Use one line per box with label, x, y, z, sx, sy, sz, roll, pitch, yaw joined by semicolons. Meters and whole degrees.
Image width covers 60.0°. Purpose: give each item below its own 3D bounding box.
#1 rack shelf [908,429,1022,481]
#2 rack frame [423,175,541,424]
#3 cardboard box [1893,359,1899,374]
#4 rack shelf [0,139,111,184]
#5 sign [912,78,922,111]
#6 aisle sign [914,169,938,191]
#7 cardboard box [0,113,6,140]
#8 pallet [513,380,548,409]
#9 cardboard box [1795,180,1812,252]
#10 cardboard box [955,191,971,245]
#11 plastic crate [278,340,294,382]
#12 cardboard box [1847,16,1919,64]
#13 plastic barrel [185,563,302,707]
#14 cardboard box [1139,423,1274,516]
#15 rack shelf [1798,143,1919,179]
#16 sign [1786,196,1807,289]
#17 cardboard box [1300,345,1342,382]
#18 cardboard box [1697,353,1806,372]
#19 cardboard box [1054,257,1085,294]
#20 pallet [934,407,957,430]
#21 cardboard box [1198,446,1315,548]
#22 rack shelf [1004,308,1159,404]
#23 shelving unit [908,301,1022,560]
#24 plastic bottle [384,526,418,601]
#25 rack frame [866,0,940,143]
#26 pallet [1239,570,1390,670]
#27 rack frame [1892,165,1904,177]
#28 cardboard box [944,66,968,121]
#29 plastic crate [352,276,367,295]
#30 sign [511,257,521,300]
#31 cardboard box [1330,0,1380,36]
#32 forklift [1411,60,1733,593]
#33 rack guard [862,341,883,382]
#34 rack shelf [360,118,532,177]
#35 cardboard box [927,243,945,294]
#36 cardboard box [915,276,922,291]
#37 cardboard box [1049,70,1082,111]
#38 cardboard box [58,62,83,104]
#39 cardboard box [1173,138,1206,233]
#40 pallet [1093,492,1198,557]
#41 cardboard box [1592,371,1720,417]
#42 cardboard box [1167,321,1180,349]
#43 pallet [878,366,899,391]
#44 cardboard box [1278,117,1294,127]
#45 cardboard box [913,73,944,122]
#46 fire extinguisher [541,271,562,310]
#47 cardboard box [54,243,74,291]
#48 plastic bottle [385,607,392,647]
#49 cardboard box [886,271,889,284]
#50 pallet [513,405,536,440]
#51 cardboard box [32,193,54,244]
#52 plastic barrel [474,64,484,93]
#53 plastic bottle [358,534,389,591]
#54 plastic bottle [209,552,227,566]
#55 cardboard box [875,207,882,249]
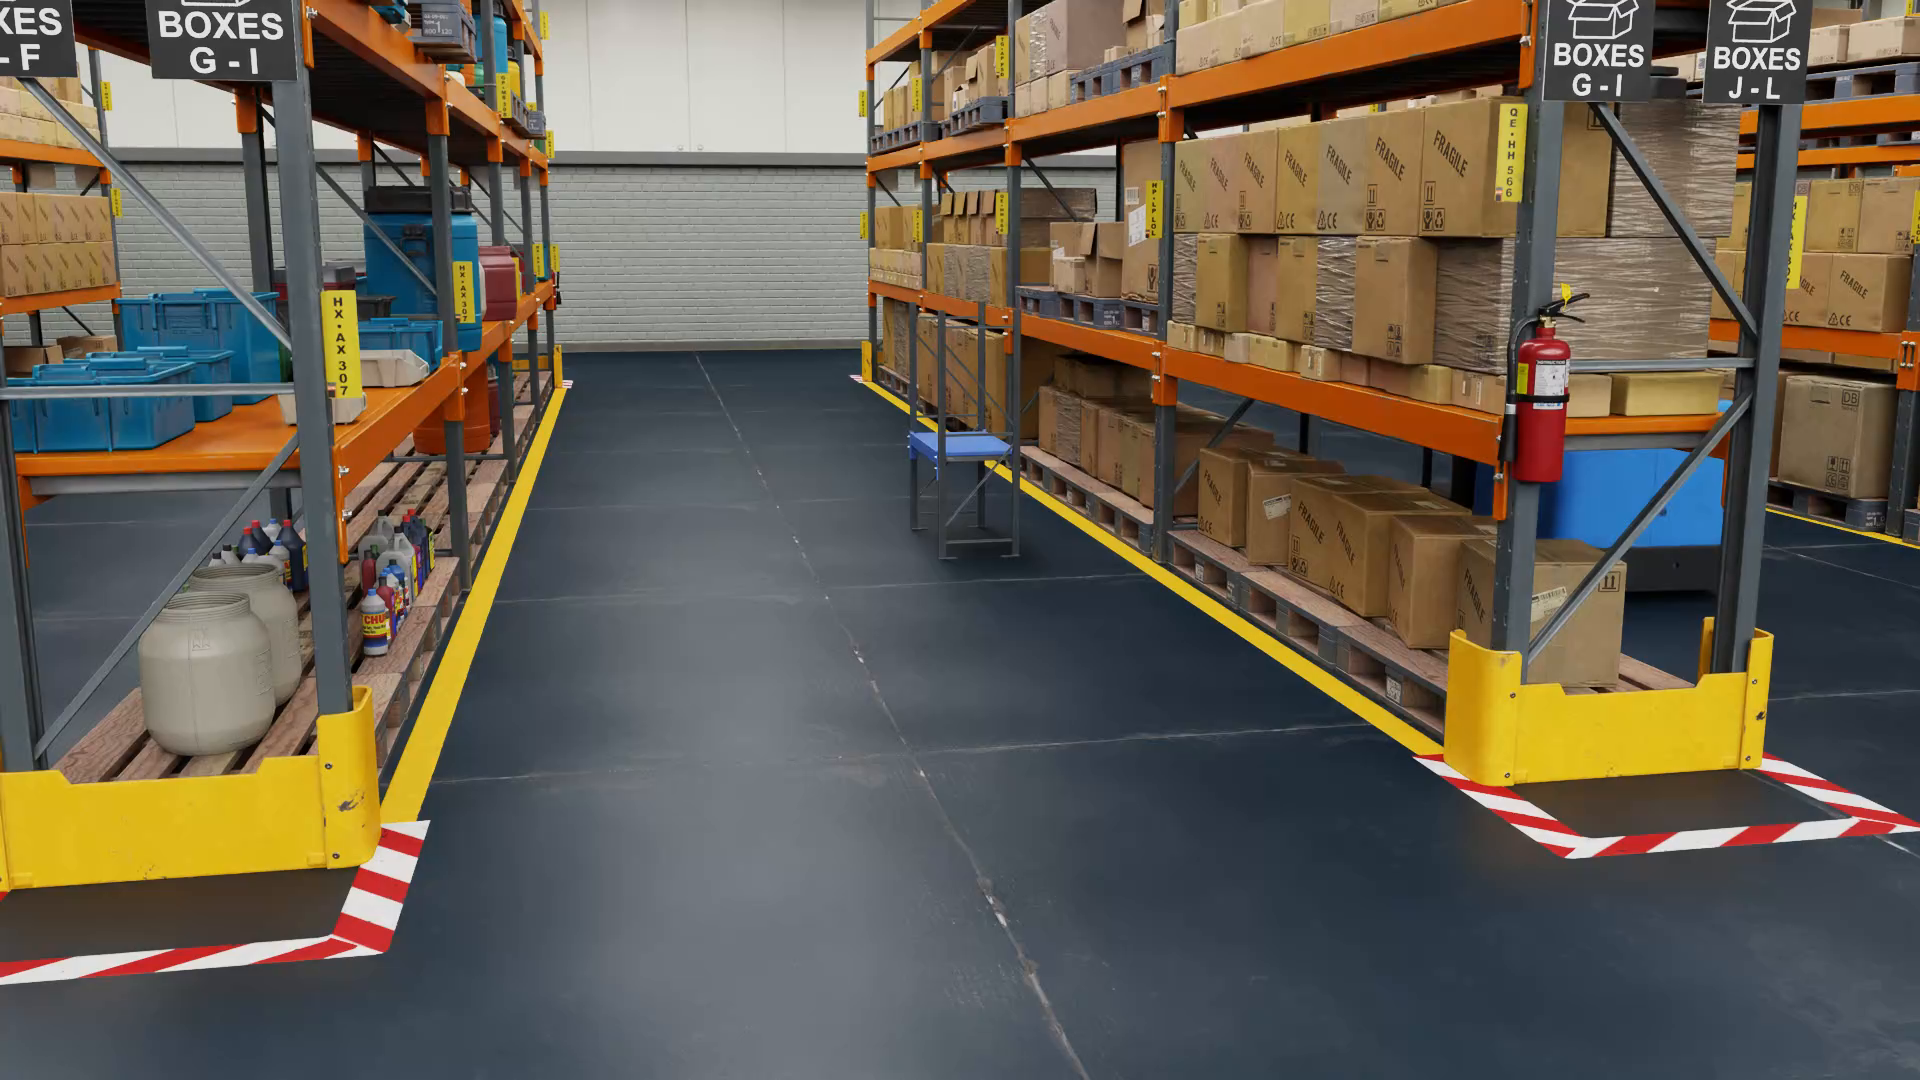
rack shelf;0.017;-0.544;10.508;0.538;0.185;1.000;-2;11;-11
rack frame;-4.754;-2.640;16.544;1.000;3.000;0.127;-2;11;-11
cardboard box;10.381;-1.903;17.230;0.875;0.875;0.875;-2;11;-10
rack shelf;-10.002;-3.947;17.315;1.077;0.370;4.000;-2;11;-11
sign;-0.440;-4.566;17.046;0.100;0.325;0.005;-2;11;-11
aisle sign;-0.393;-4.855;21.228;0.394;0.787;0.004;-2;11;-11
cardboard box;-9.465;-3.958;15.850;0.500;0.250;0.500;-2;11;-11
pallet;-5.176;-1.628;18.683;1.003;0.211;1.213;-2;11;-11
cardboard box;6.243;-2.333;11.988;0.700;0.500;0.500;-2;11;-11
cardboard box;0.359;-3.119;16.109;0.797;0.503;0.637;-2;11;-10
plastic crate;-3.211;-0.809;7.493;0.450;0.188;0.662;-2;11;-11
cardboard box;6.251;-3.294;10.966;0.500;0.250;0.500;-2;11;-10
plastic barrel;-2.721;0.367;6.276;0.421;0.512;0.421;0;11;0
cardboard box;1.562;-0.454;10.569;0.700;0.500;0.500;-3;11;-15
rack shelf;10.214;-3.934;17.243;1.077;0.370;4.000;-2;11;-11
sign;2.971;-1.064;5.949;0.100;0.325;0.005;-2;11;-11
cardboard box;1.786;-0.812;7.611;0.380;0.149;0.250;-2;11;-11
cardboard box;5.971;-1.074;13.211;1.050;0.750;0.750;-2;11;-10
cardboard box;0.983;-1.903;11.951;0.500;0.250;0.500;-2;11;-13
pallet;0.328;-1.311;17.021;1.003;0.211;1.213;-2;11;-11
cardboard box;1.699;-0.256;9.582;0.500;0.500;0.500;-2;11;-13
rack shelf;1.271;-1.366;11.775;1.077;0.370;4.000;-2;11;-11
shelving unit;0.017;-0.721;10.474;0.538;1.500;1.048;-2;11;-11
plastic bottle;-2.690;0.115;7.980;0.144;0.351;0.185;-2;11;-11
rack frame;-0.674;-6.501;20.783;1.000;3.000;0.127;-2;11;-11
pallet;2.066;0.363;8.223;1.003;0.211;1.213;-2;11;-11
rack frame;13.915;-4.095;24.190;1.000;3.000;0.127;-2;11;-11
cardboard box;0.227;-4.443;16.604;0.700;0.500;0.500;-2;11;-10
plastic crate;-3.718;-1.356;9.840;0.392;0.384;0.575;-2;11;-11
sign;-3.438;-2.008;12.786;0.100;0.325;0.005;-2;11;-11
cardboard box;1.904;-2.284;7.052;0.500;0.250;0.500;-2;11;-10
forklift;3.464;-1.375;10.081;1.130;2.935;3.031;-1;11;-8
rack guard;-0.678;-2.330;21.601;1.175;0.500;0.348;-2;11;-11
rack shelf;-4.365;-3.393;14.403;1.077;0.370;4.000;-2;11;-11
cardboard box;-0.051;-2.776;16.989;0.500;0.500;0.500;-2;11;-11
cardboard box;-0.276;-2.741;17.745;0.380;0.149;0.250;-2;11;-11
cardboard box;0.933;-3.203;11.879;0.500;0.250;0.500;-2;11;-10
cardboard box;-10.276;-5.114;18.580;0.700;0.500;0.500;-2;11;-11
cardboard box;1.499;-1.947;9.168;0.500;0.500;0.500;-2;11;-11
pallet;1.507;-0.126;10.792;1.003;0.211;1.213;-2;11;-11
cardboard box;2.617;-0.557;6.270;0.380;0.149;0.250;-2;11;-11
cardboard box;1.407;-1.179;9.540;0.380;0.149;0.250;-2;11;-11
pallet;-0.441;-2.040;20.849;1.003;0.211;1.213;-2;11;-11
cardboard box;4.231;-5.082;20.417;0.500;0.250;0.500;-2;11;-10
cardboard box;-0.107;-4.739;17.894;0.700;0.500;0.500;-3;11;-14
fire extinguisher;-5.116;-3.196;20.672;0.296;0.674;0.183;-2;11;-11
cardboard box;-9.743;-2.892;17.600;0.500;0.500;0.500;-2;11;-12
plastic bottle;-2.487;0.357;7.107;0.097;0.201;0.097;0;11;0
cardboard box;-0.676;-3.117;19.724;0.380;0.149;0.250;-2;11;-12
pallet;-4.645;-1.127;16.053;1.003;0.211;1.213;-2;11;-11
cardboard box;-9.629;-3.286;16.998;0.500;0.500;0.500;-2;11;-13
plastic barrel;-3.957;-3.712;13.449;0.294;0.245;0.294;0;11;0
plastic bottle;-2.893;0.102;8.245;0.152;0.276;0.135;-2;11;-11
plastic bottle;-3.293;0.222;7.413;0.144;0.351;0.185;-2;11;-9
cardboard box;-0.748;-3.805;20.264;0.500;0.500;0.500;-2;11;-12
